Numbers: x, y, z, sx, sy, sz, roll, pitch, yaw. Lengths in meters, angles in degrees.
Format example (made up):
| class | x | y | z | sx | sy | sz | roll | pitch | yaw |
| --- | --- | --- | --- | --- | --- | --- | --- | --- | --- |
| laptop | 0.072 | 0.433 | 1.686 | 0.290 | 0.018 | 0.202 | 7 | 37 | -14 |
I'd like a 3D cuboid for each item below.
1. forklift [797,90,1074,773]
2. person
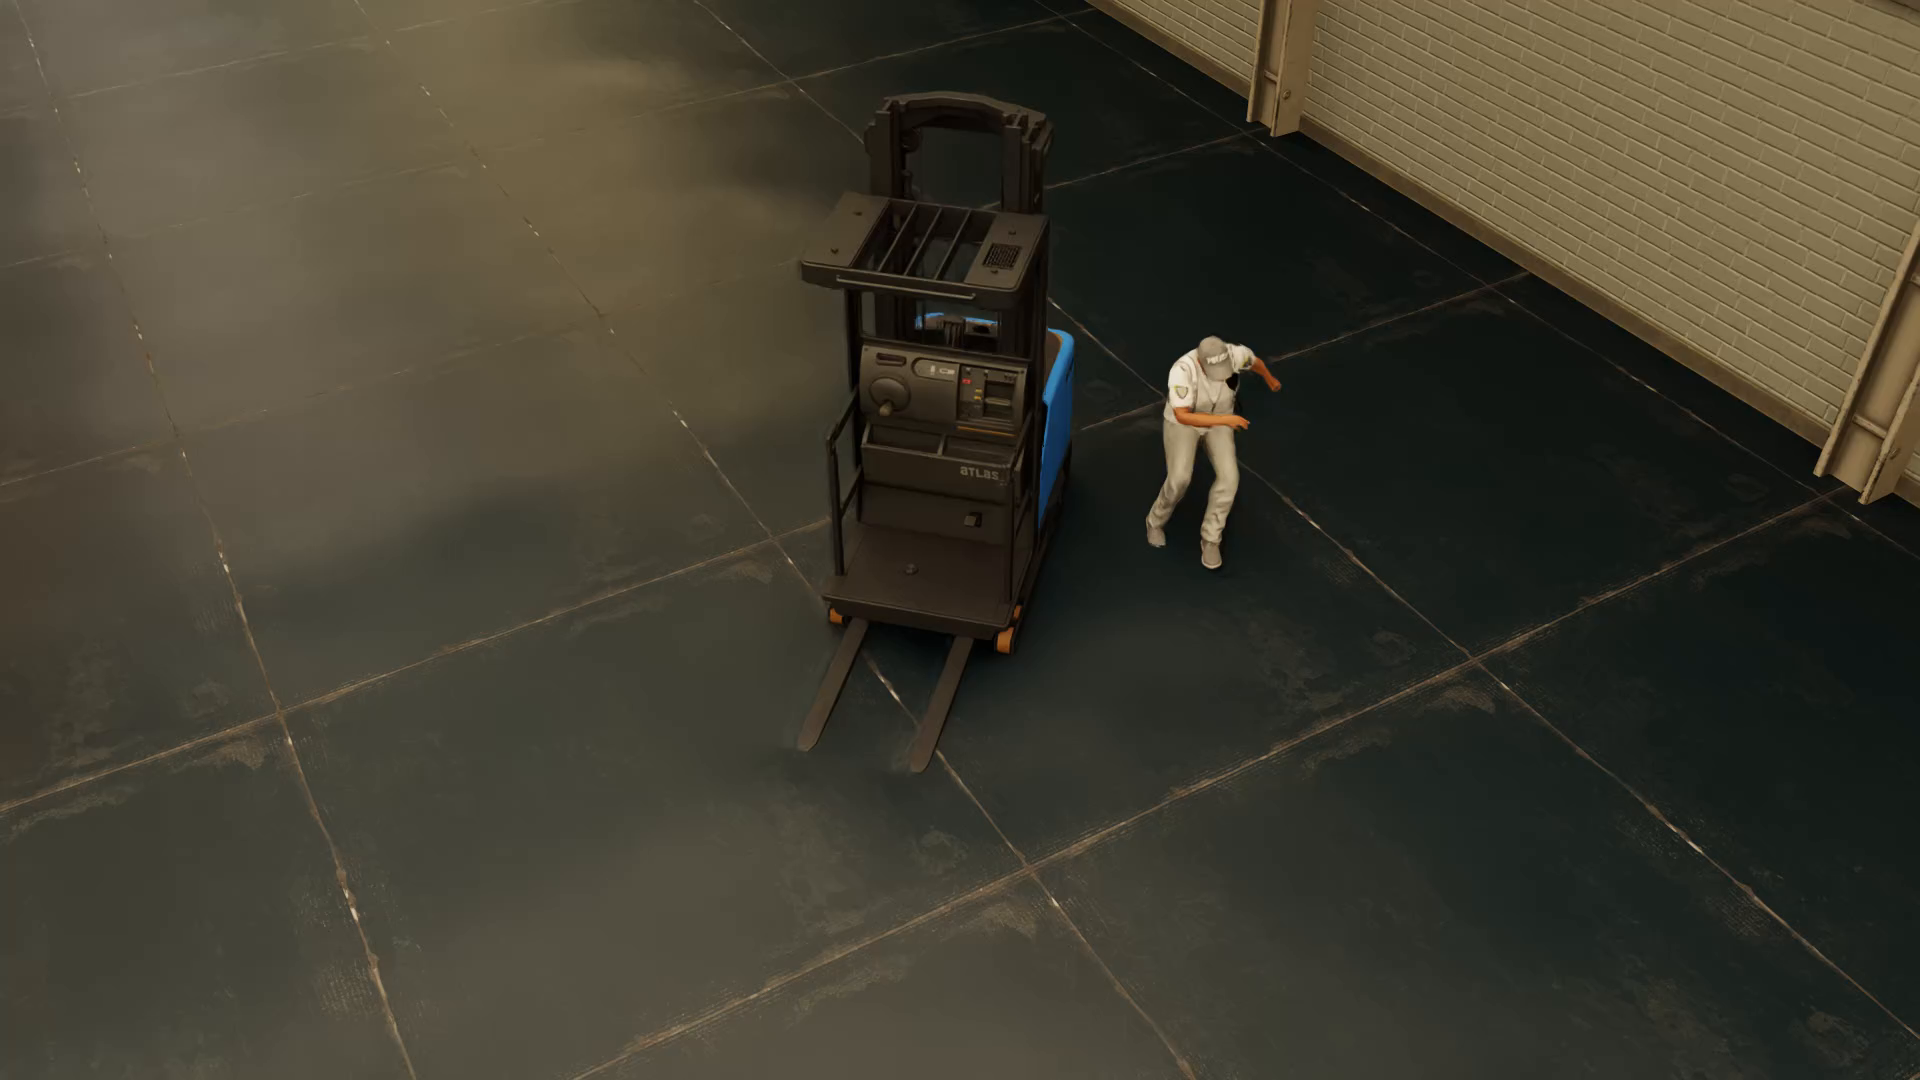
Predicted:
| class | x | y | z | sx | sy | sz | roll | pitch | yaw |
| --- | --- | --- | --- | --- | --- | --- | --- | --- | --- |
| forklift | -0.147 | -0.749 | 8.939 | 1.130 | 2.935 | 3.031 | 9 | 41 | 11 |
| person | 1.616 | -0.602 | 10.045 | 0.960 | 1.420 | 0.923 | -7 | 40 | -9 |
